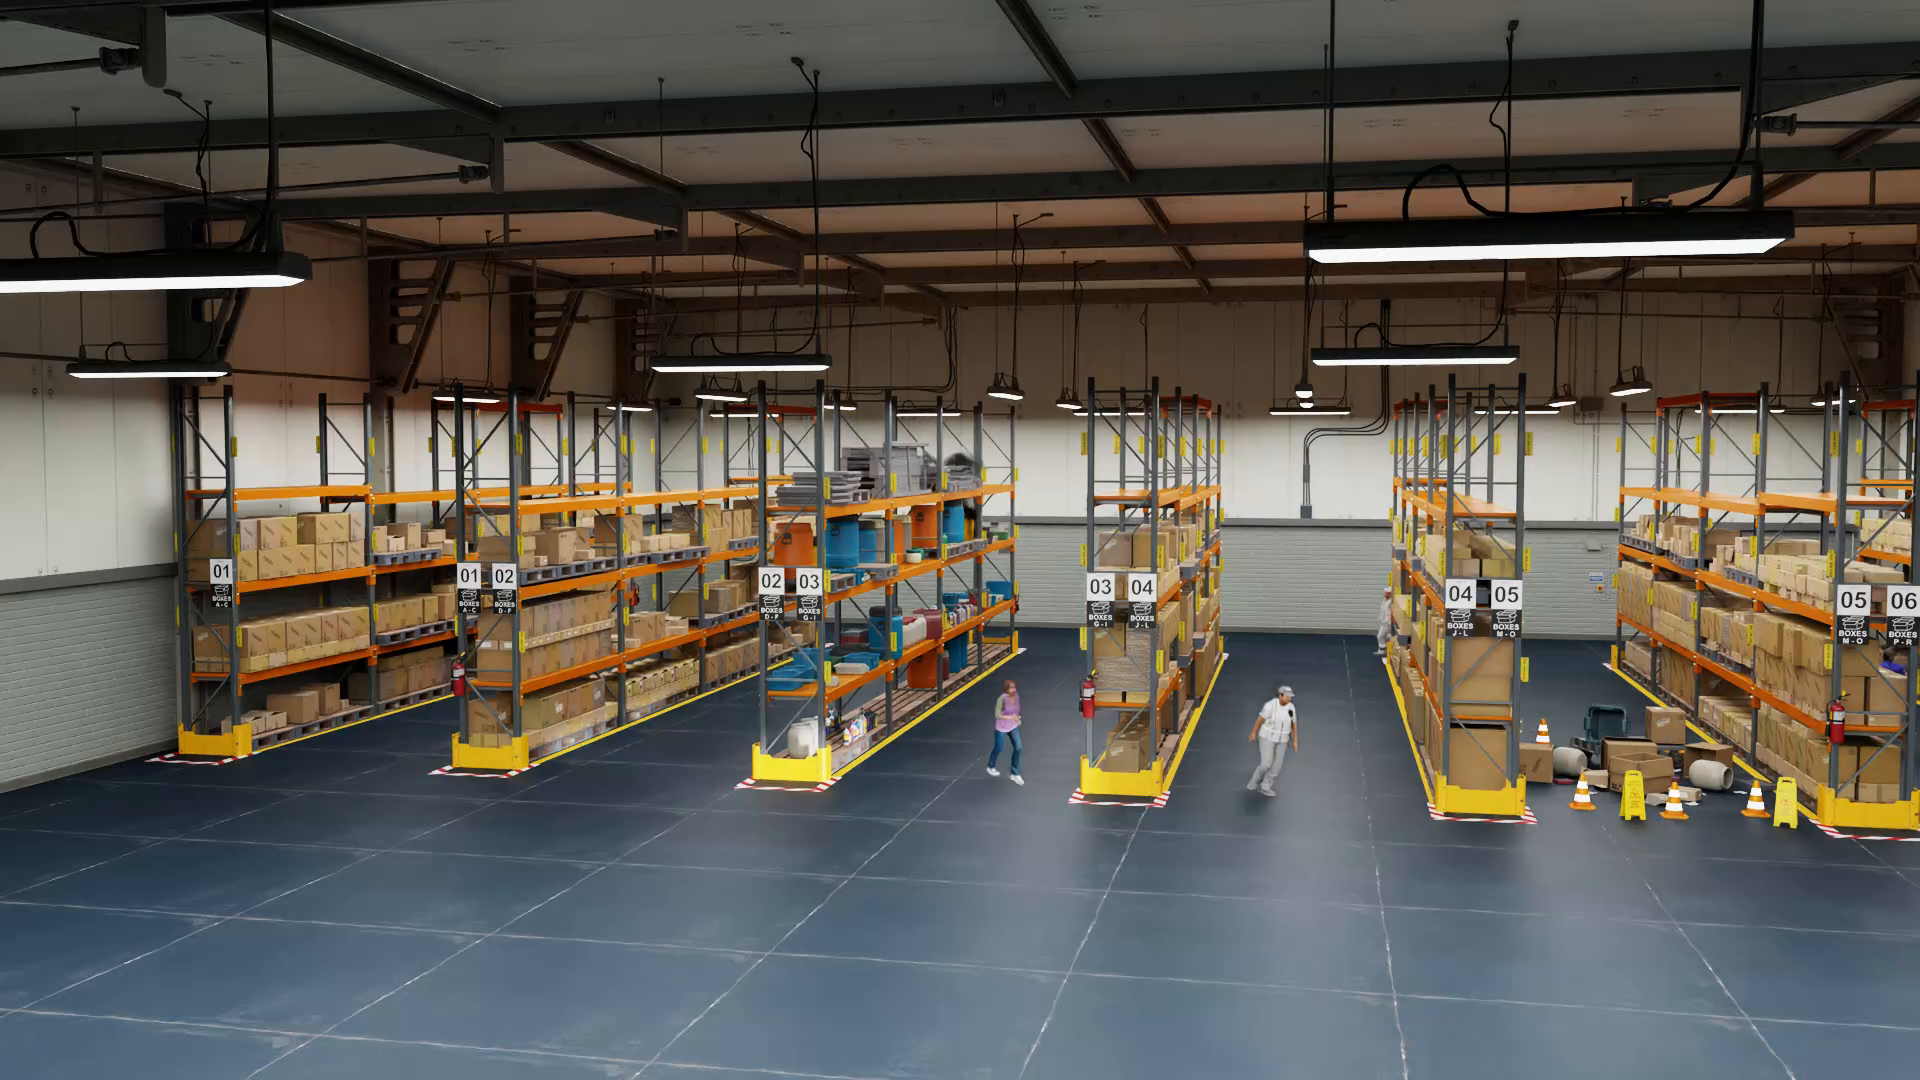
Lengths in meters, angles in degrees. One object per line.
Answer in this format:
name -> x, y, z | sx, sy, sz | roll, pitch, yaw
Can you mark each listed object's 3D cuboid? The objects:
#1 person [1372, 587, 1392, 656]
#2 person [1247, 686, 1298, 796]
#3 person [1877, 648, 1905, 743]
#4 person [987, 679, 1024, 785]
person -> 10.278, 1.939, 39.624 | 0.699, 1.692, 0.711 | 0, 3, -4
person -> 4.490, 2.871, 23.787 | 0.649, 1.618, 0.625 | -1, 3, -18
person -> 15.545, 2.618, 27.880 | 0.576, 1.622, 0.866 | 0, 3, 8
person -> 0.690, 2.831, 24.777 | 0.540, 1.568, 0.915 | -2, 4, -27
